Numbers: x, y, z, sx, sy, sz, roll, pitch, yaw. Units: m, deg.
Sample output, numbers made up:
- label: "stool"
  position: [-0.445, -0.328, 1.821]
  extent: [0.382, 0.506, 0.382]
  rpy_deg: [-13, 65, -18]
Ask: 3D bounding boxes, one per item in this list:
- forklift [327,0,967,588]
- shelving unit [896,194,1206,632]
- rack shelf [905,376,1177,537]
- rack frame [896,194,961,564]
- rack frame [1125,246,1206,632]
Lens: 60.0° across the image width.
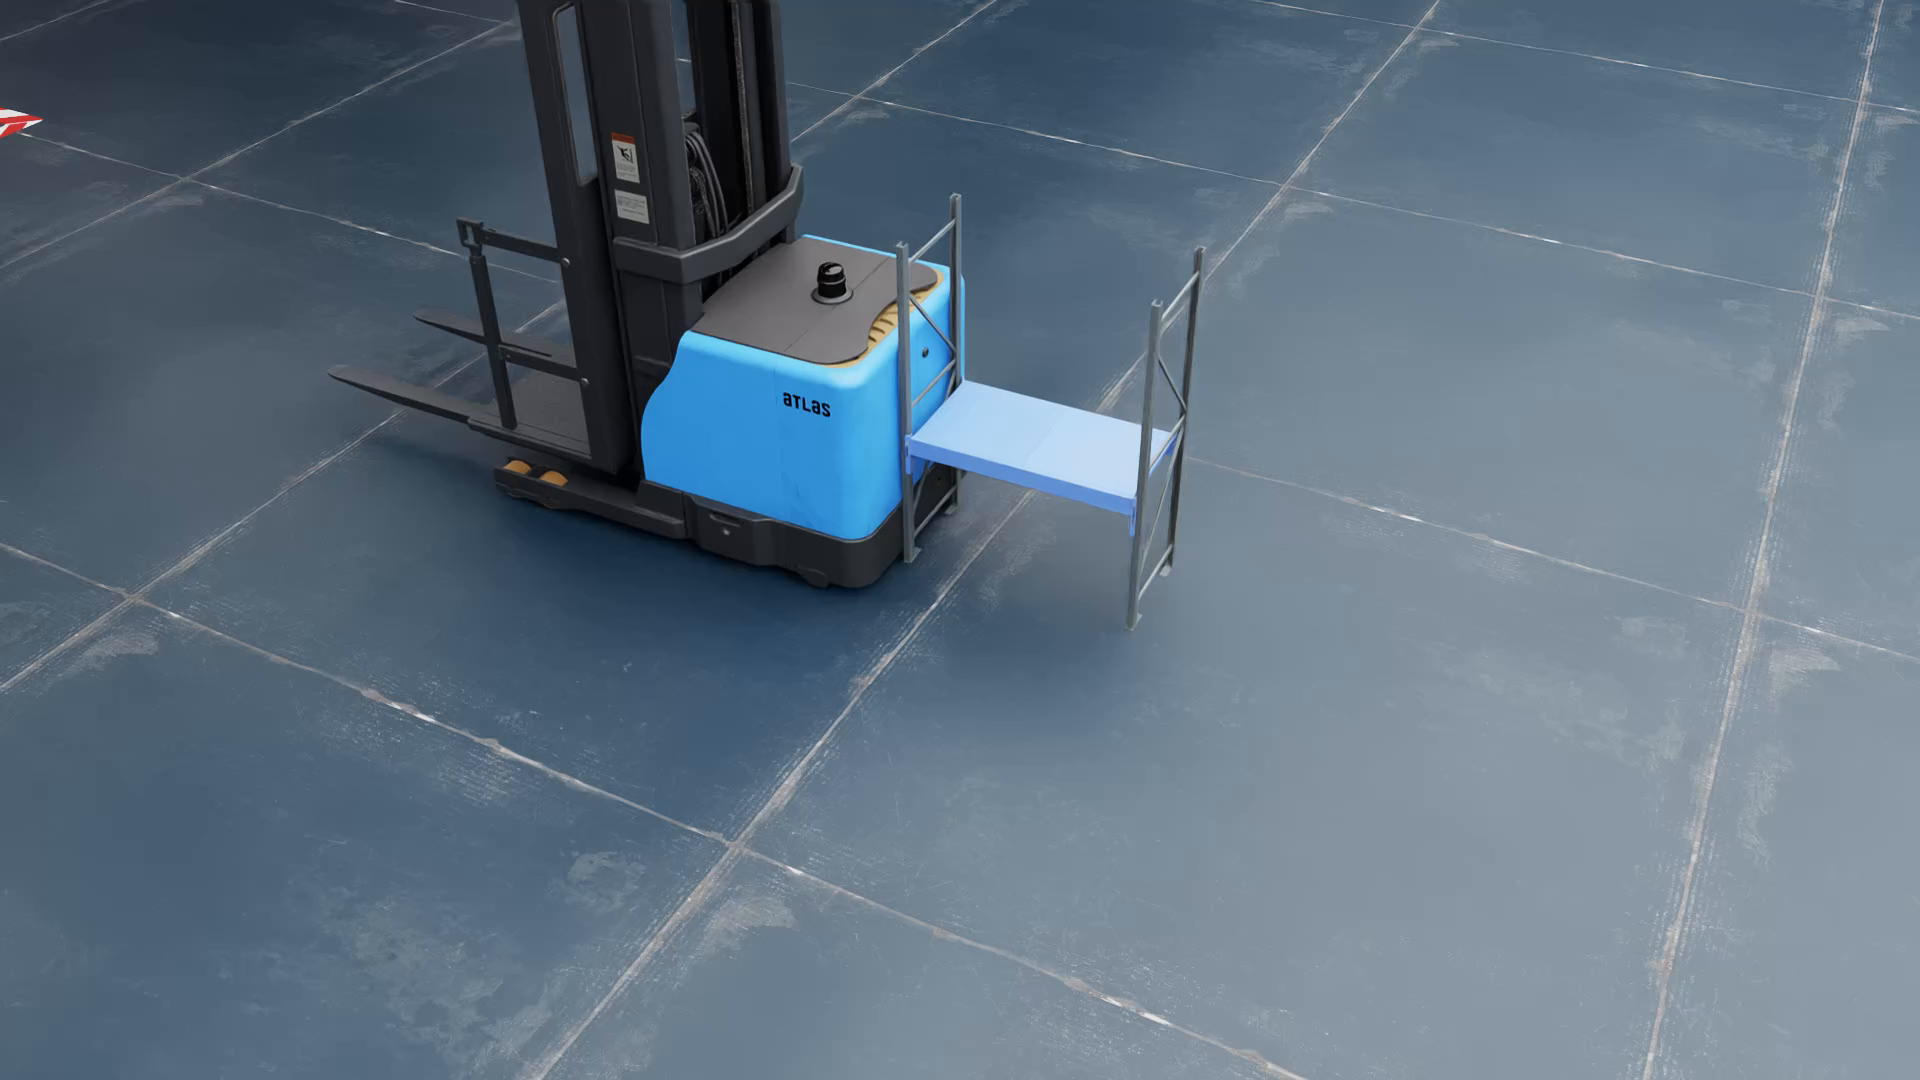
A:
- label: "forklift"
  position: [-1.522, -1.575, 6.901]
  extent: [3.031, 2.935, 1.130]
  rpy_deg: [16, 40, 20]
- label: "shelving unit"
  position: [0.339, -0.499, 6.666]
  extent: [1.048, 1.500, 0.538]
  rpy_deg: [16, 40, 20]
- label: "rack shelf"
  position: [0.339, -0.355, 6.775]
  extent: [1.000, 0.185, 0.538]
  rpy_deg: [16, 40, 20]
- label: "rack frame"
  position: [-0.118, -0.633, 6.843]
  extent: [0.032, 1.500, 0.500]
  rpy_deg: [16, 40, 20]
- label: "rack frame"
  position: [0.796, -0.364, 6.489]
  extent: [0.032, 1.500, 0.500]
  rpy_deg: [16, 40, 20]
